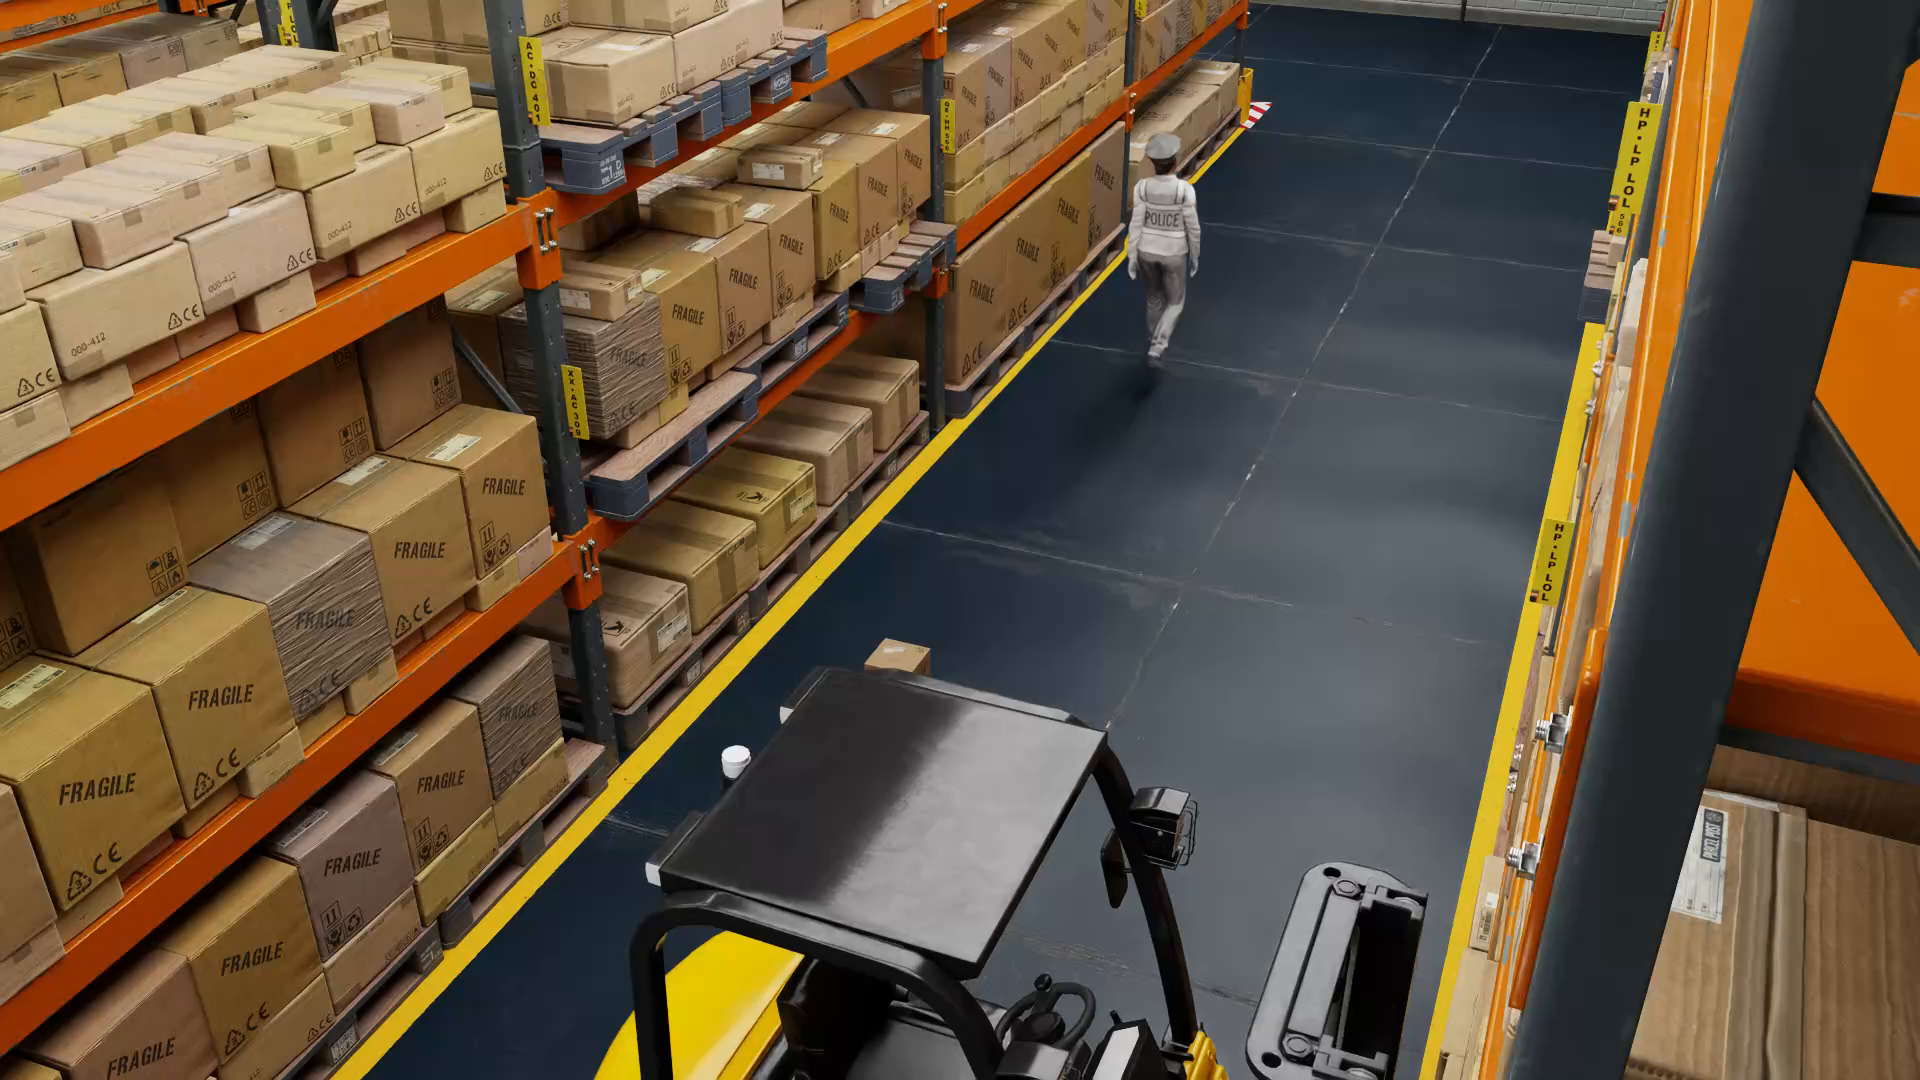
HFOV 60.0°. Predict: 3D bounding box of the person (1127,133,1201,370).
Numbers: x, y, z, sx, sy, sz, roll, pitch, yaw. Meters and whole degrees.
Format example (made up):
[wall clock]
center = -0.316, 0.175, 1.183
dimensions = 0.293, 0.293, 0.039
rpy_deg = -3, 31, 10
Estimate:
[person]
center = 1.409, -1.981, 11.537
dimensions = 0.494, 1.658, 0.817
rpy_deg = 11, 31, 18
